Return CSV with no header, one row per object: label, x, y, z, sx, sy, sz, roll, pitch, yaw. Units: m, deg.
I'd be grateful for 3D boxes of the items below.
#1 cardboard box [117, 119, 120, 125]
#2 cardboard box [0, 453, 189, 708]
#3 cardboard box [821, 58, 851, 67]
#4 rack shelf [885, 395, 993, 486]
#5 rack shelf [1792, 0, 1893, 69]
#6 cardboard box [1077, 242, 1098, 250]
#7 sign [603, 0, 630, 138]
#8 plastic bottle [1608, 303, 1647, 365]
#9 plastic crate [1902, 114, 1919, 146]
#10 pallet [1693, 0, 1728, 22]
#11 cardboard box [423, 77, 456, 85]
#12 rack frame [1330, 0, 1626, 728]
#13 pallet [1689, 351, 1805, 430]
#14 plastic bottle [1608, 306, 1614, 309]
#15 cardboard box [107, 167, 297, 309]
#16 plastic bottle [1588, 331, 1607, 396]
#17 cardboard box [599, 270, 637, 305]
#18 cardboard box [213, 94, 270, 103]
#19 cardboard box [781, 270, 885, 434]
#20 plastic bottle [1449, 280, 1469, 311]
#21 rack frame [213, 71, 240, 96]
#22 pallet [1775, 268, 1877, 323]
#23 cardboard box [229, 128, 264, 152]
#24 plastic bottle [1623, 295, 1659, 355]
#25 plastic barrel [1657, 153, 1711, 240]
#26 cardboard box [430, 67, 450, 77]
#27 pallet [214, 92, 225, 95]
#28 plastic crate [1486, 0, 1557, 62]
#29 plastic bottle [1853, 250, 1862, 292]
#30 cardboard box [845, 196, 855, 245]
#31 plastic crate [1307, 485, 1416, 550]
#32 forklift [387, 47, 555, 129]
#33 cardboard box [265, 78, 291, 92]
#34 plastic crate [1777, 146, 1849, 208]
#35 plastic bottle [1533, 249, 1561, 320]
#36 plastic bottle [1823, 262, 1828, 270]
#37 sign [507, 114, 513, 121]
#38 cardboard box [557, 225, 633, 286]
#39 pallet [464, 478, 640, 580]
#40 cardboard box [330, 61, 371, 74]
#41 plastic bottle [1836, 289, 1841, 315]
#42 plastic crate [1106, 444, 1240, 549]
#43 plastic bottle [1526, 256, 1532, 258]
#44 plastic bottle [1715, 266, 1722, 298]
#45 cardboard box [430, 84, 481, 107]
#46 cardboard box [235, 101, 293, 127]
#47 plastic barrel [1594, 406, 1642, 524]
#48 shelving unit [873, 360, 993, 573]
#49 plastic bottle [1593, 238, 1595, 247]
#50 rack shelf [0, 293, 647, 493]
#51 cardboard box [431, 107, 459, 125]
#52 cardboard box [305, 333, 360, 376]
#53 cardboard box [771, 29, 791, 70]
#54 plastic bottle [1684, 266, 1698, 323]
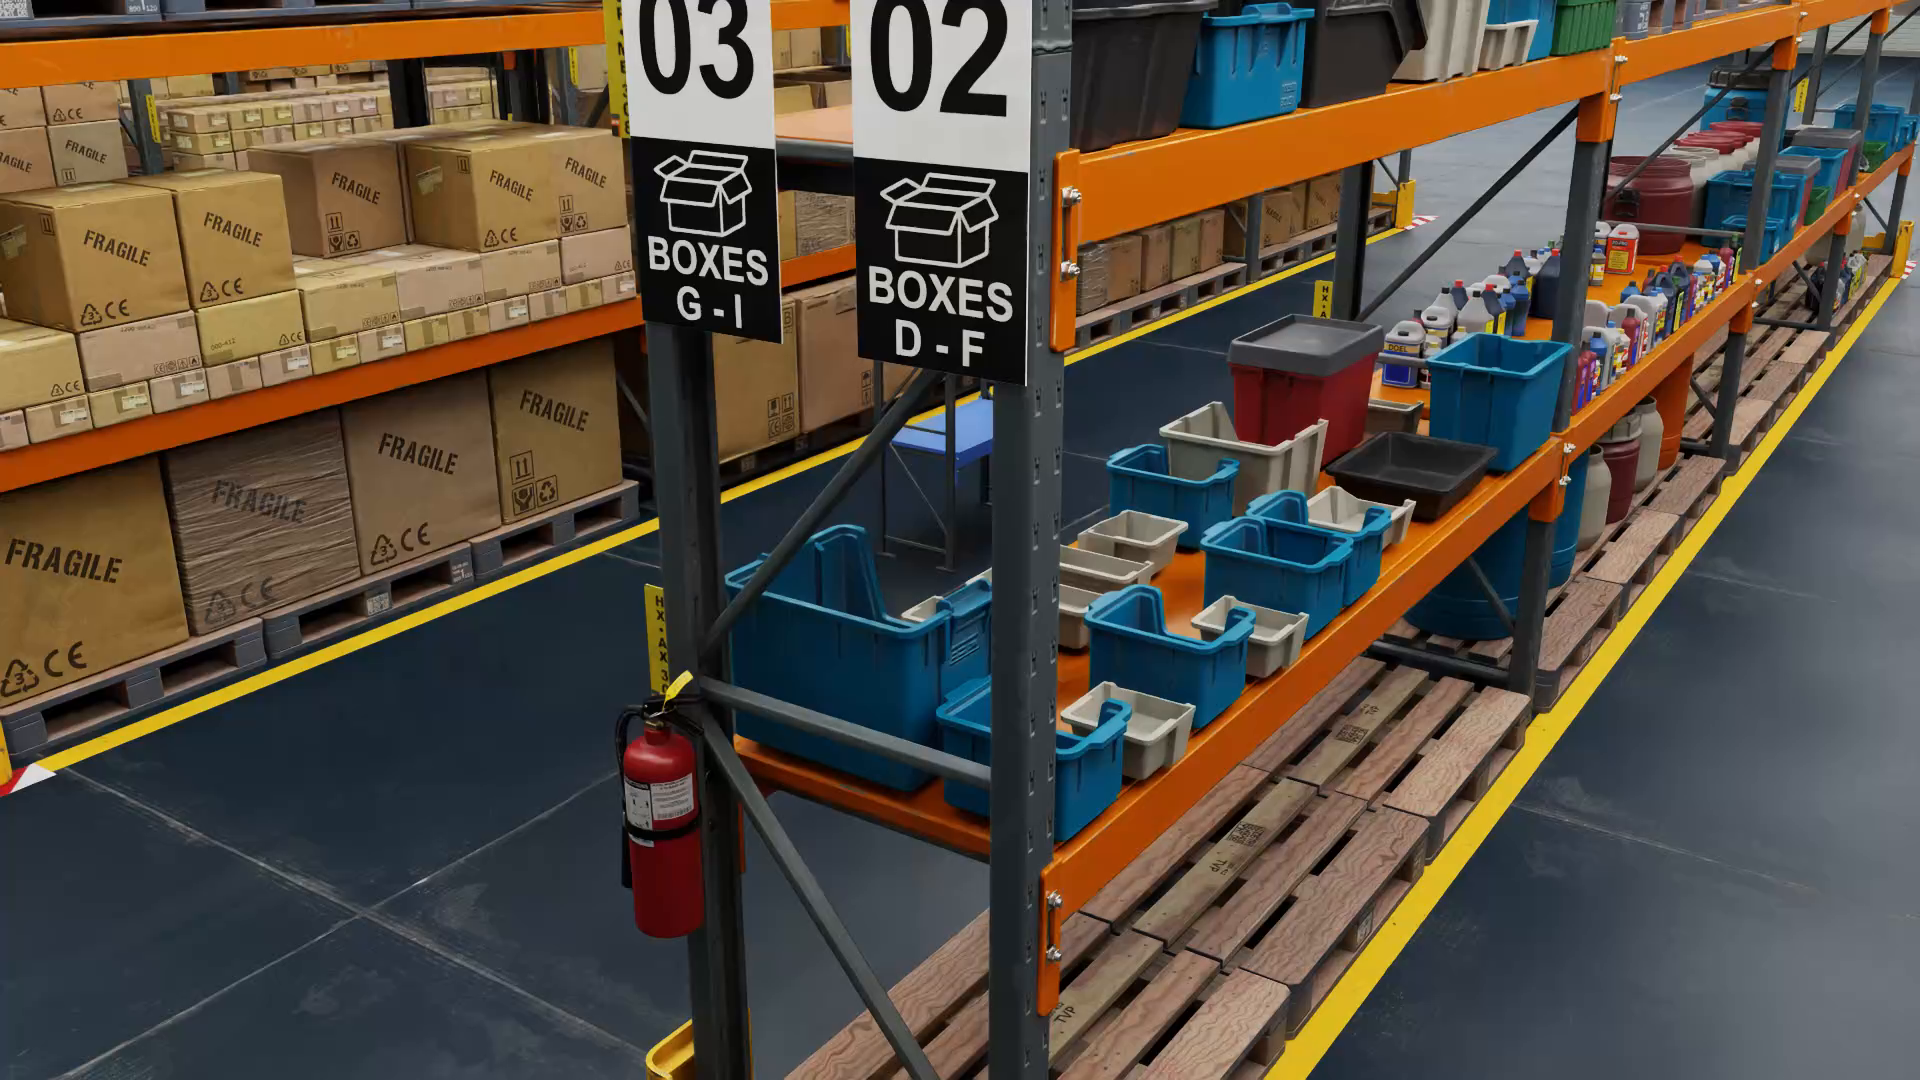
cardboard box,-8.680,-4.192,16.489,0.500,0.250,0.500,13,24,31
cardboard box,-4.047,0.080,7.183,0.875,0.875,0.875,13,24,32
cardboard box,-1.443,-5.138,18.617,0.875,0.550,0.550,13,24,32
rack shelf,0.048,-0.559,9.133,0.538,0.185,1.000,13,24,32
rack shelf,5.377,-3.493,11.098,1.077,0.370,4.000,13,24,32
cardboard box,0.798,-2.554,13.733,0.500,0.250,0.500,17,26,38
sign,-0.709,-1.015,3.512,0.100,0.325,0.005,13,24,32
plastic bottle,3.100,-0.968,7.738,0.152,0.276,0.135,13,24,32
plastic crate,8.716,-3.874,15.628,0.499,0.251,0.616,13,24,32
pallet,2.999,-2.591,7.893,1.003,0.211,1.213,13,24,32
cardboard box,-4.600,-3.928,14.461,0.380,0.149,0.250,13,24,32
rack frame,2.004,-0.702,6.840,1.000,3.000,0.127,13,24,32
pallet,5.406,-1.105,11.949,1.003,0.211,1.213,13,24,32
plastic bottle,3.116,-1.019,7.982,0.097,0.201,0.097,0,20,0
cardboard box,-3.281,-1.320,7.216,0.500,0.500,0.500,13,24,30
plastic bottle,2.742,-0.767,7.200,0.097,0.271,0.097,0,20,0
cardboard box,-1.993,-1.399,9.086,0.380,0.149,0.250,13,24,32
cardboard box,-5.629,-3.402,13.038,0.380,0.149,0.250,13,24,32
cardboard box,-1.248,-1.313,10.947,1.225,0.875,0.875,12,24,30
plastic bottle,2.354,-1.060,7.877,0.144,0.351,0.185,13,24,32
rack frame,-8.040,-4.749,17.779,1.000,3.000,0.127,13,24,32
pallet,7.598,-2.226,14.978,1.003,0.211,1.213,13,24,32
cardboard box,-5.392,-2.981,12.329,0.380,0.149,0.250,13,24,31
plastic bottle,3.230,-1.035,7.918,0.152,0.276,0.135,13,24,32
plastic barrel,4.654,-2.239,10.834,0.421,0.512,0.421,0,20,0
cardboard box,-6.271,-5.547,19.694,0.380,0.149,0.250,14,24,32
pallet,-7.727,-4.884,18.421,1.213,0.211,1.003,13,24,32
plastic crate,1.756,-1.707,5.474,0.416,0.233,0.300,13,24,32
plastic bottle,7.748,-2.342,14.456,0.144,0.351,0.185,14,25,34
cardboard box,-0.778,-2.236,10.841,0.500,0.500,0.500,14,24,33
plastic crate,1.274,-0.049,5.366,0.293,0.136,0.466,13,24,32
forklift,-3.473,-2.646,12.194,1.130,2.935,3.031,-1,20,-4
cardboard box,-7.517,-4.959,18.105,0.380,0.149,0.250,12,23,29
plastic crate,6.138,-2.613,12.028,0.392,0.384,0.575,13,24,32
plastic bottle,3.071,-1.332,8.613,0.144,0.351,0.185,13,24,32
plastic bottle,7.506,-2.275,14.384,0.152,0.276,0.135,13,24,32
sign,-2.547,-2.277,9.543,0.100,0.325,0.005,13,24,32
cardboard box,-2.124,-1.560,8.945,0.500,0.250,0.500,13,24,31
pallet,-2.585,-0.157,9.386,1.003,0.211,1.213,13,24,32
cardboard box,-7.015,-5.520,18.687,0.500,0.500,0.500,14,24,33
plastic bottle,7.157,-1.956,13.628,0.097,0.201,0.097,0,20,0
plastic crate,0.698,-0.143,5.484,0.416,0.233,0.300,13,24,32
plastic bottle,3.005,-1.369,8.828,0.097,0.271,0.097,0,20,0
plastic bottle,4.113,-1.434,9.104,0.097,0.201,0.097,0,20,0
cardboard box,-4.223,-3.716,13.887,0.380,0.149,0.250,14,25,33
cardboard box,-5.238,-3.200,12.492,0.380,0.149,0.250,14,24,32
plastic barrel,3.357,-0.448,9.024,0.600,0.588,0.708,13,24,32
shelving unit,0.048,-0.728,9.071,0.538,1.500,1.048,13,24,32
plastic bottle,3.654,-1.701,9.724,0.097,0.271,0.097,0,20,0
rack shelf,-3.217,-0.757,8.025,1.077,0.370,4.000,13,24,32
cardboard box,-4.368,-3.505,13.744,0.380,0.149,0.250,13,24,31
cardboard box,-3.005,-0.882,7.687,0.380,0.149,0.250,13,24,30
cardboard box,-2.202,-5.184,17.371,0.700,0.500,0.500,13,24,31
plastic bottle,3.735,-1.268,8.538,0.061,0.283,0.133,13,24,32
